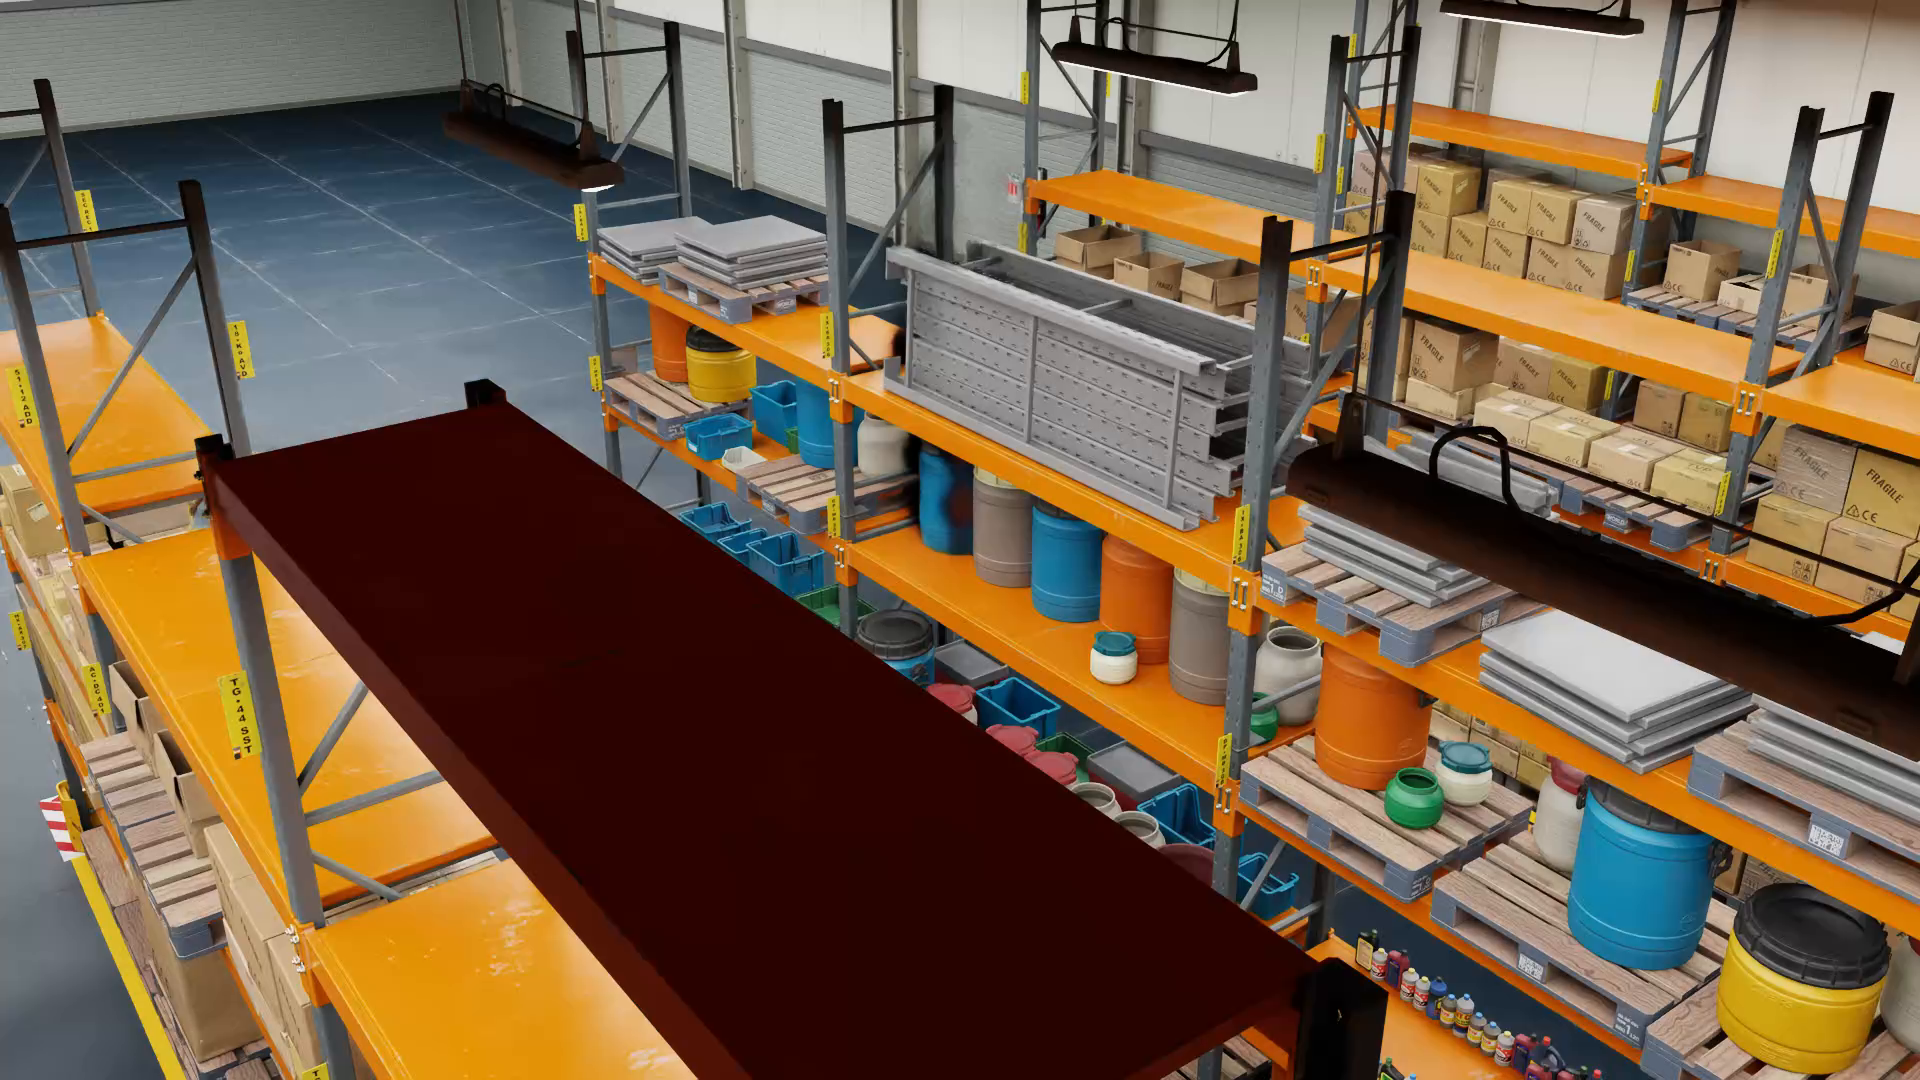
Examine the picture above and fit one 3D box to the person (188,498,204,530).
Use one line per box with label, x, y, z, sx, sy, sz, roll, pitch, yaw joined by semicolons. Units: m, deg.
person;-8.033;-0.053;16.996;0.765;1.820;0.677;-3;25;-6
